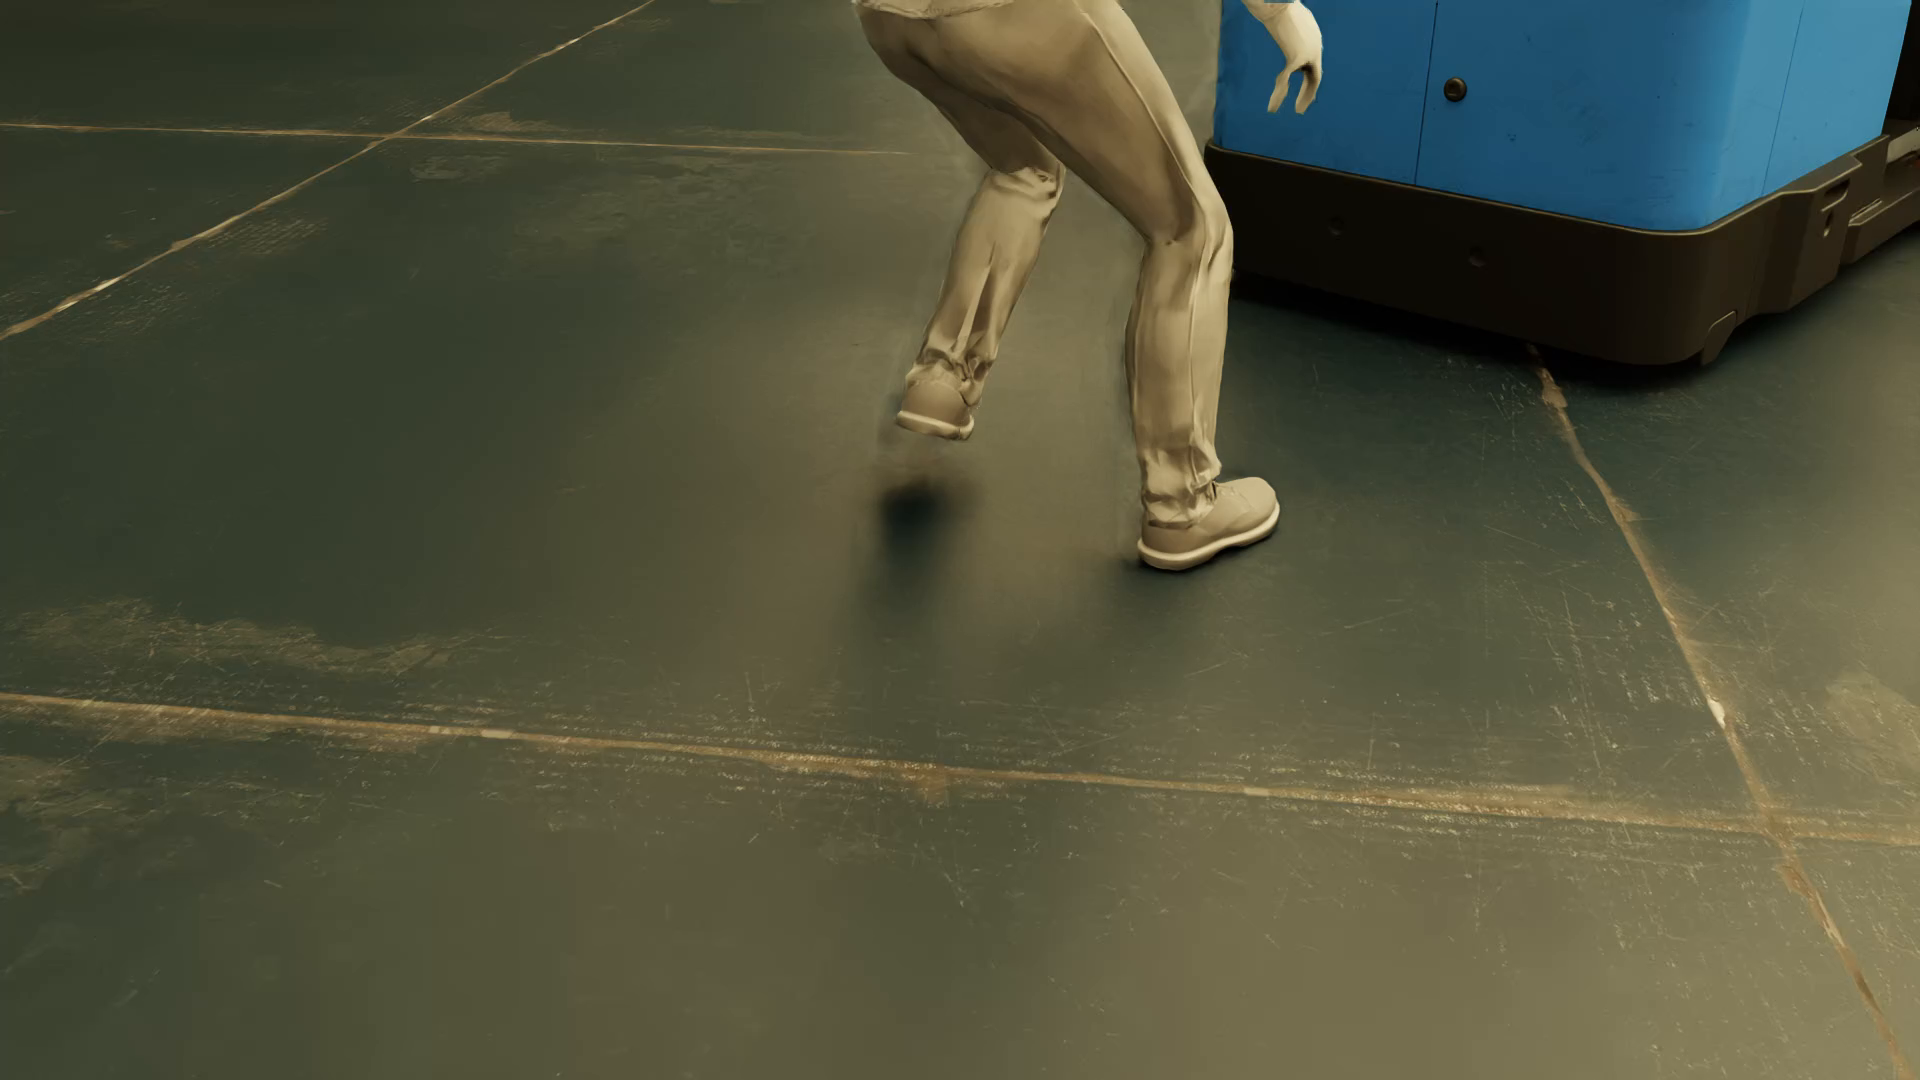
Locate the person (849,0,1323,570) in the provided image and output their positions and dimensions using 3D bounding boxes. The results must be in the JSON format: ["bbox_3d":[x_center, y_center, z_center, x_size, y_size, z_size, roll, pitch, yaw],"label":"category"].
[{"bbox_3d":[0.132,-0.762,2.258,0.498,1.569,0.687,-20,33,-35],"label":"person"}]

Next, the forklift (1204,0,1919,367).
[{"bbox_3d":[1.882,-2.192,3.611,1.130,2.935,3.031,23,34,38],"label":"forklift"}]
